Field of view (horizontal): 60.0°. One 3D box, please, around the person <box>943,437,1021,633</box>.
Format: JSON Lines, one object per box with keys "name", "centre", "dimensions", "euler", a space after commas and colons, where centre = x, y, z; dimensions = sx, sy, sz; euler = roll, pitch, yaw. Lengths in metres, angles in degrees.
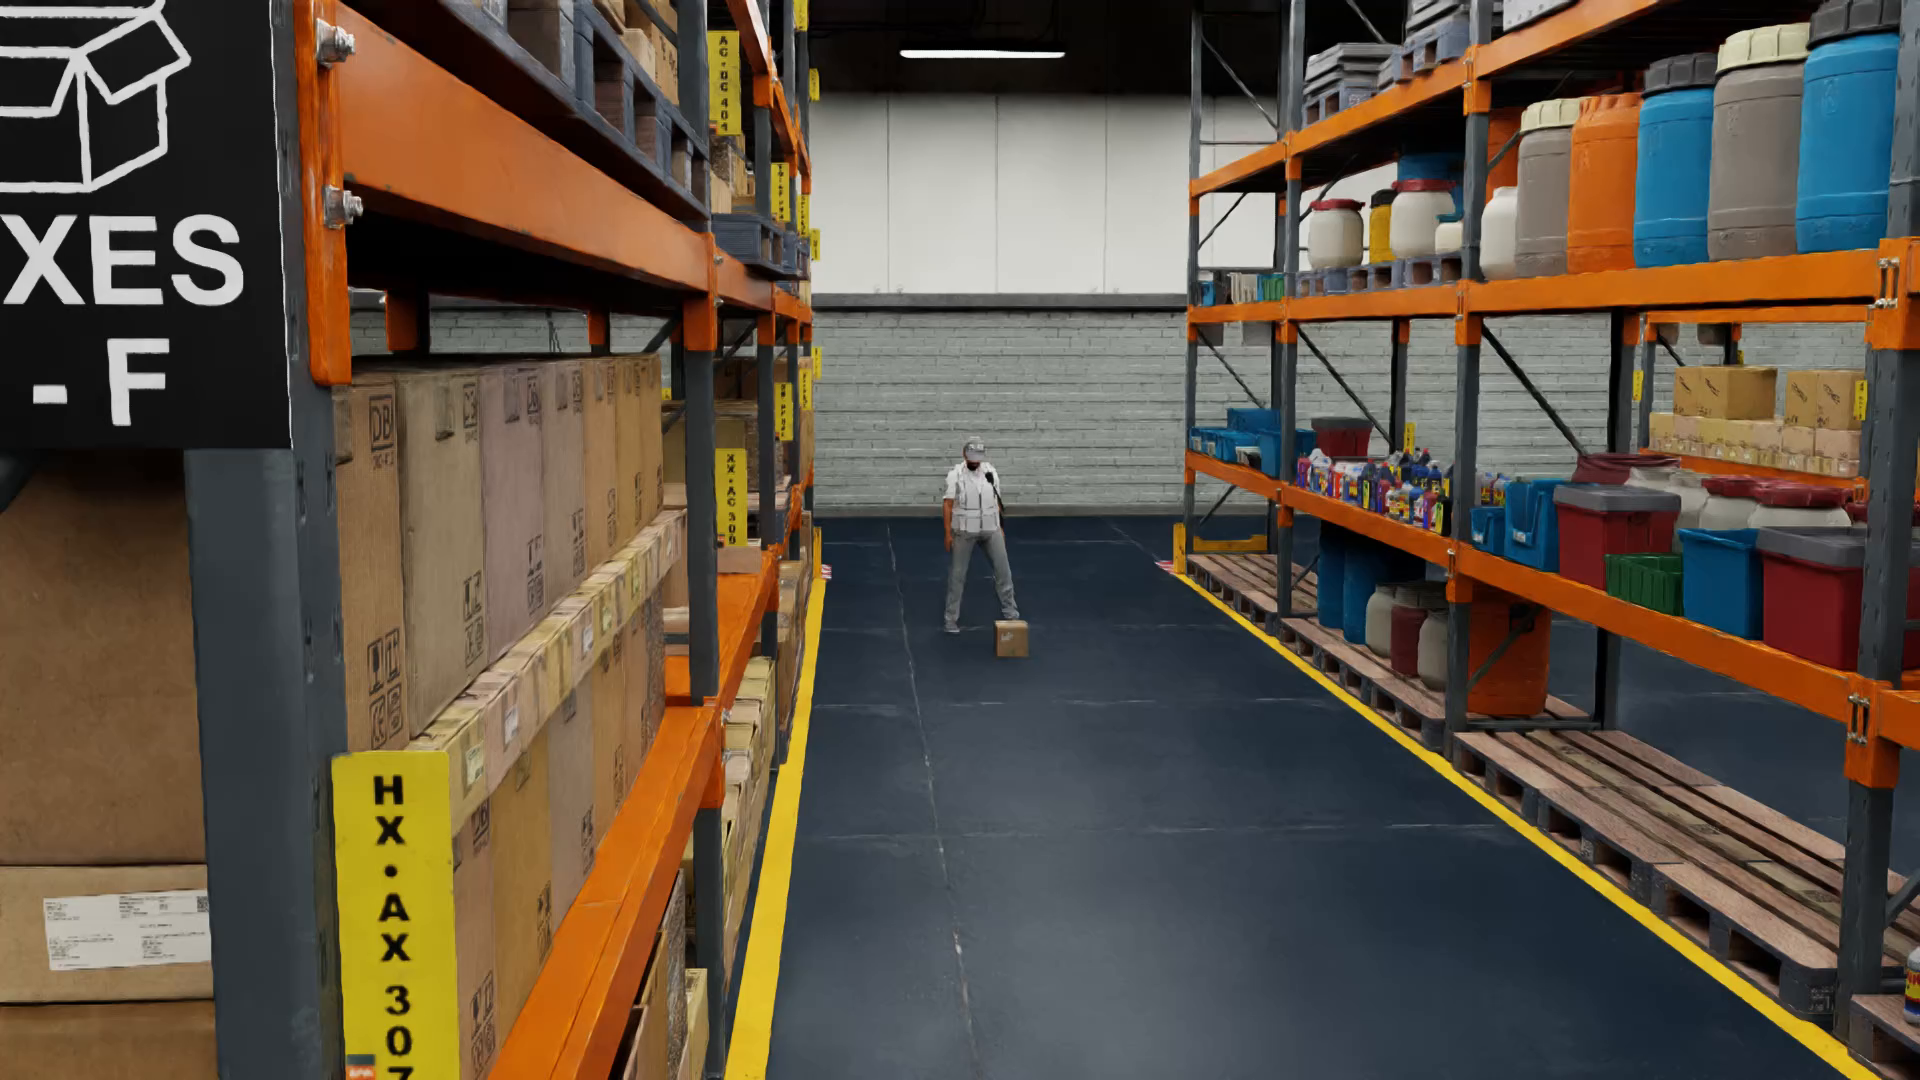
{"name": "person", "centre": [0.199, -0.049, 14.052], "dimensions": [0.687, 1.653, 0.475], "euler": [-2, 7, -15]}
